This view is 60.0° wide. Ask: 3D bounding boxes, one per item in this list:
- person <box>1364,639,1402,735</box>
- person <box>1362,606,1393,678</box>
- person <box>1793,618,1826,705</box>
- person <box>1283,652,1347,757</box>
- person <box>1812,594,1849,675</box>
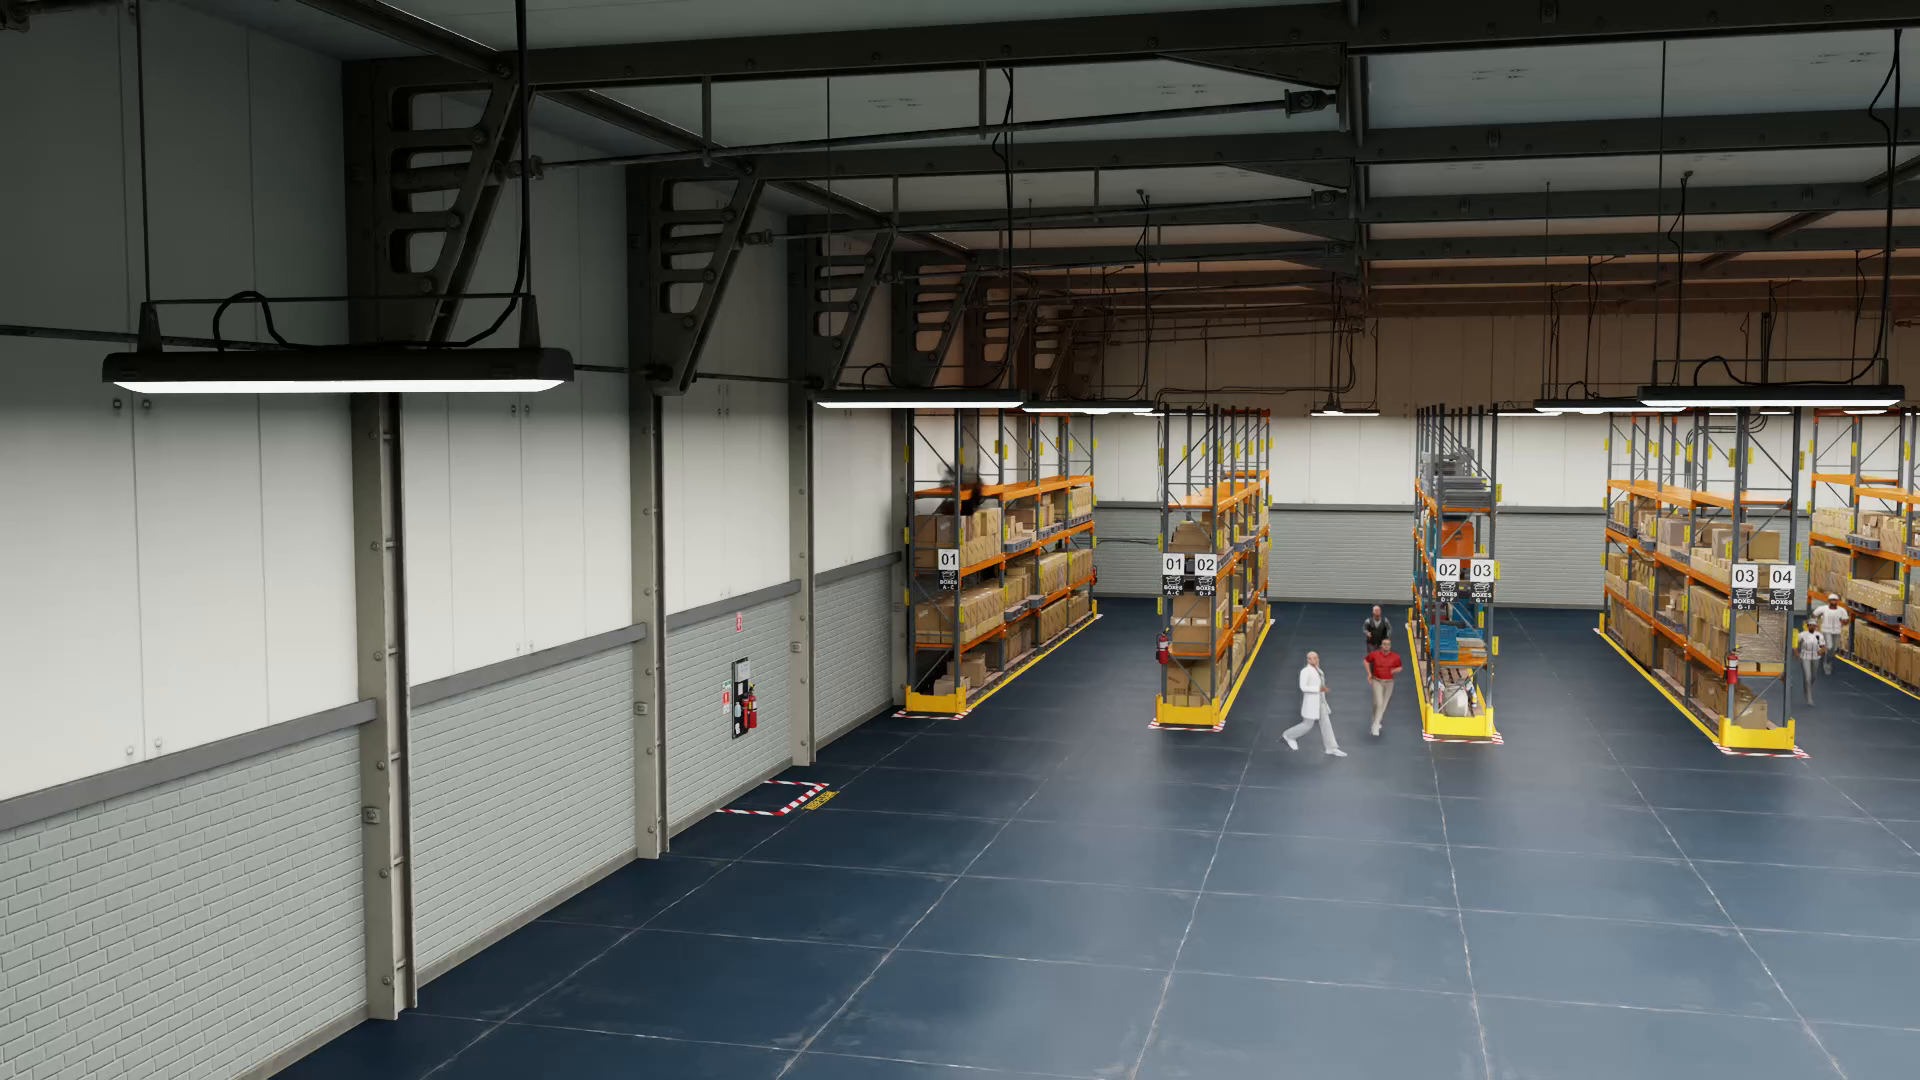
[{"bbox_3d":[7.737,2.686,30.353,0.643,1.796,0.743,0,4,0],"label":"person"},{"bbox_3d":[8.980,2.265,35.793,0.648,1.677,0.590,1,4,13],"label":"person"},{"bbox_3d":[17.189,2.425,33.660,0.585,1.715,0.867,1,4,11],"label":"person"},{"bbox_3d":[6.024,2.759,28.189,1.154,1.736,0.727,4,6,44],"label":"person"},{"bbox_3d":[19.601,2.120,37.414,0.678,1.831,0.770,1,4,8],"label":"person"}]
